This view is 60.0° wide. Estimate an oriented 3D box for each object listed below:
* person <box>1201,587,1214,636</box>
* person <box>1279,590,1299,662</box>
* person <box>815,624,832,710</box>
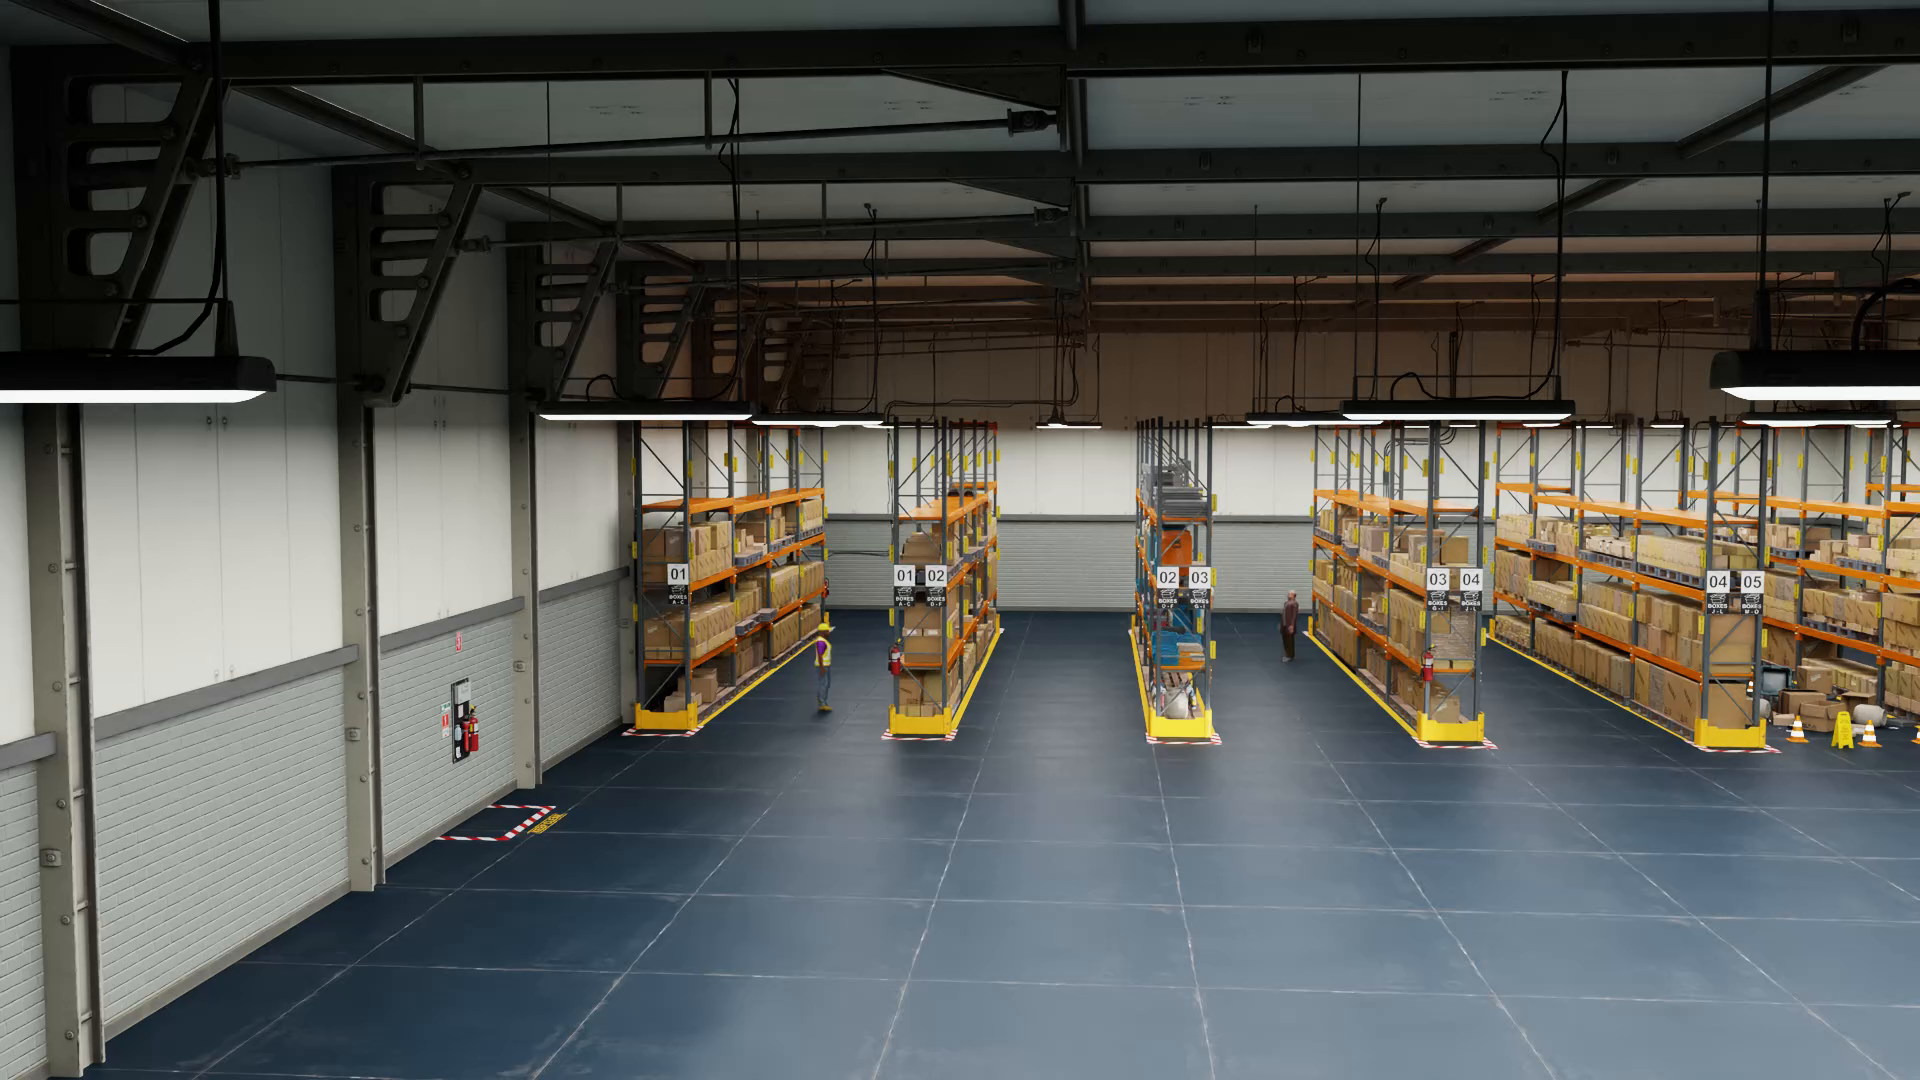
[{"bbox_3d":[6.901,1.855,46.814,0.471,1.613,0.952,0,4,-1],"label":"person"},{"bbox_3d":[8.199,2.138,41.492,0.574,1.789,0.592,-3,5,-36],"label":"person"},{"bbox_3d":[-2.801,2.644,34.272,0.378,1.848,0.648,0,4,3],"label":"person"}]
